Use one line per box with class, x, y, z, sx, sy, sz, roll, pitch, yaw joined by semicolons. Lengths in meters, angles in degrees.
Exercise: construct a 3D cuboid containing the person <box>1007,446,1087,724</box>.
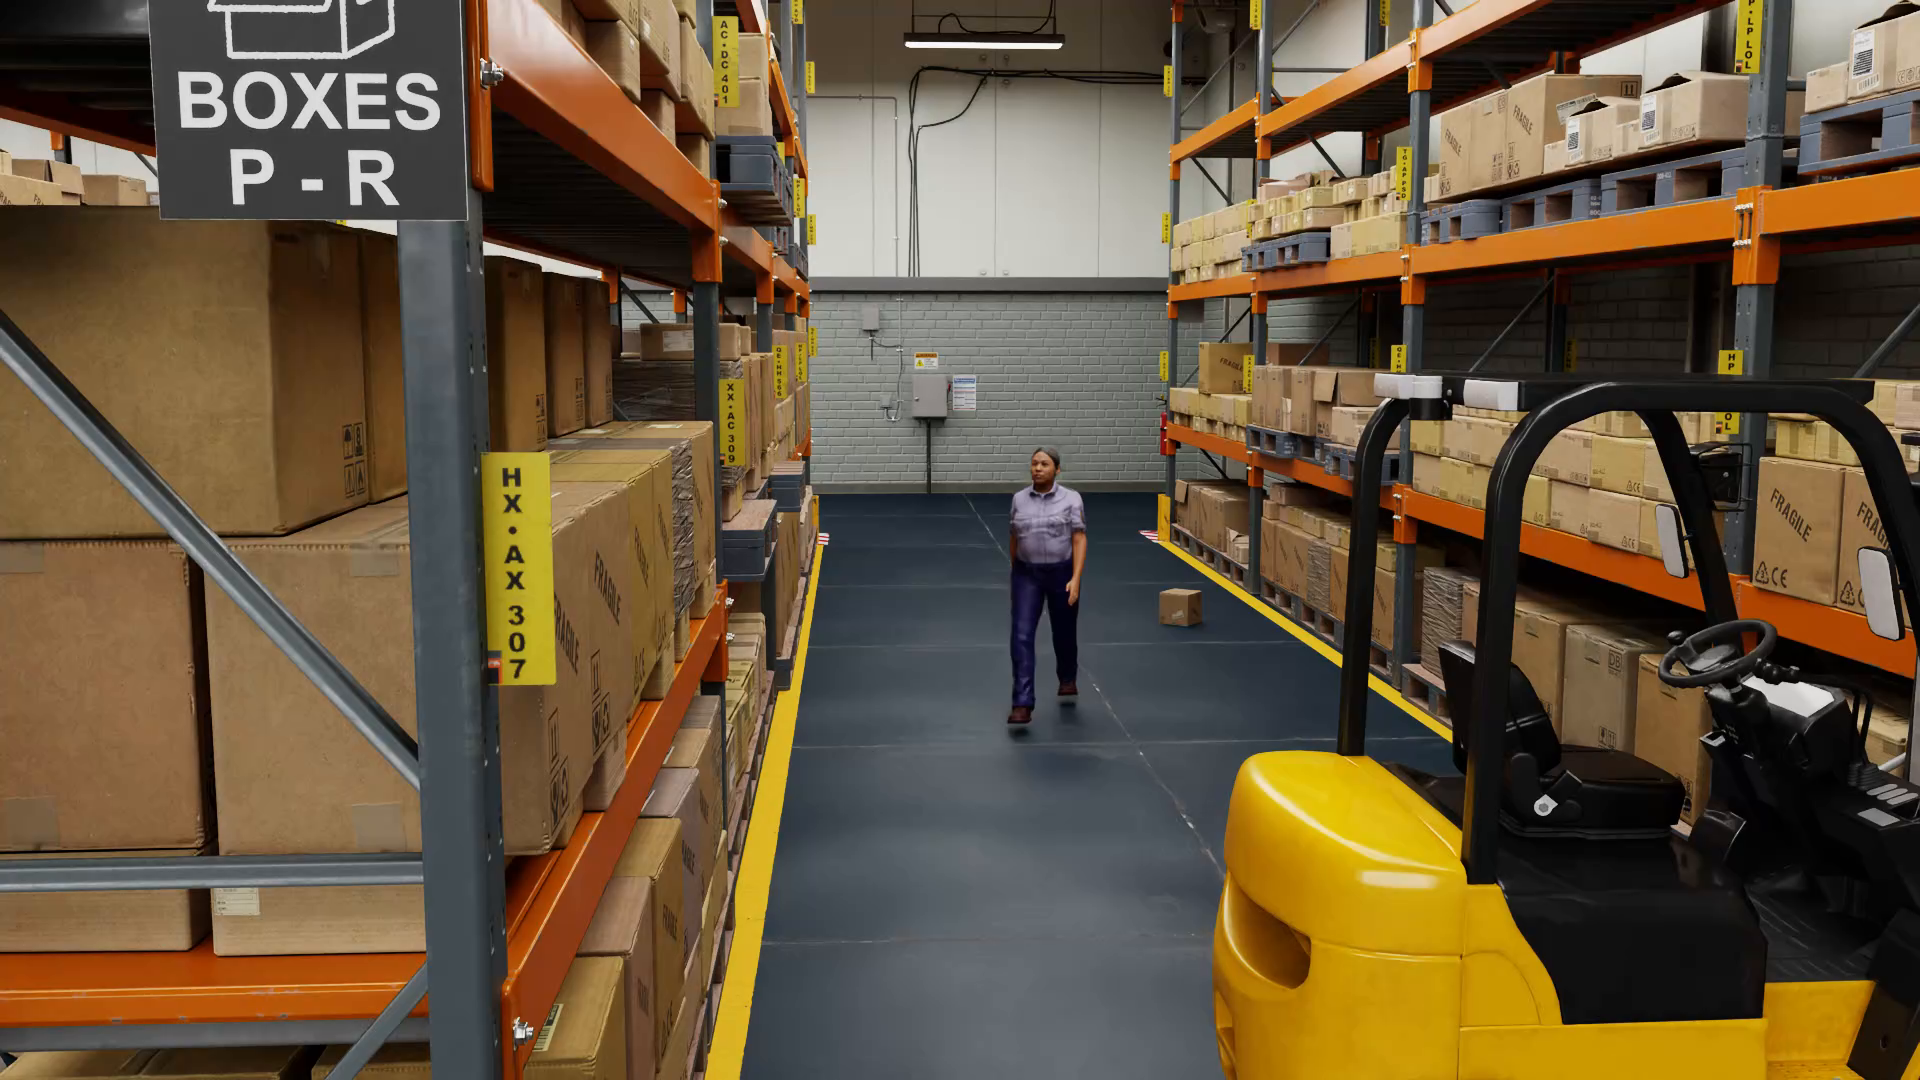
person;0.512;0.242;9.821;0.479;1.593;1.023;1;7;9
